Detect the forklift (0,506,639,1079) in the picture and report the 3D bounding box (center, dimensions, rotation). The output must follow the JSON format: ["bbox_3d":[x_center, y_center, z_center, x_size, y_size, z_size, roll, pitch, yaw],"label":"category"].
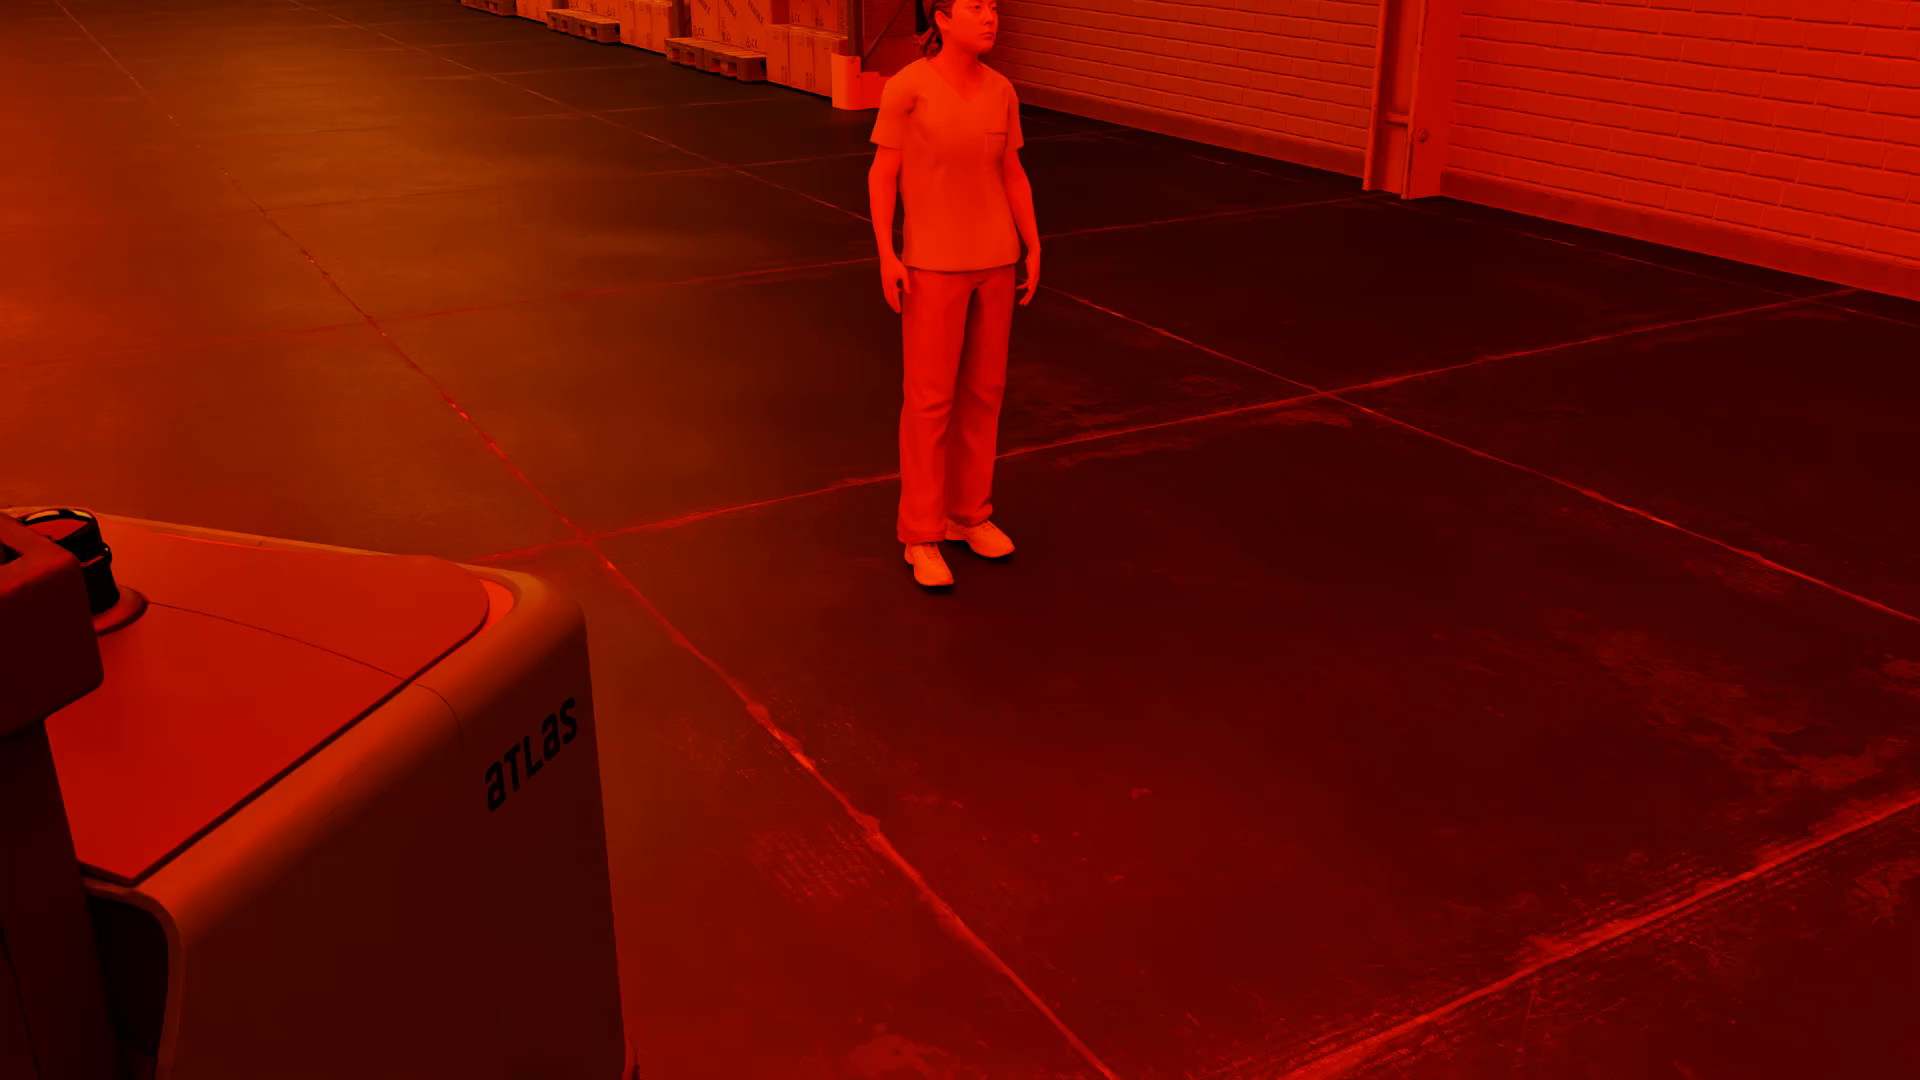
[{"bbox_3d":[-1.412,0.162,0.878,1.130,2.935,3.031,7,23,16],"label":"forklift"}]

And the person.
[{"bbox_3d":[0.027,-0.756,4.749,0.553,1.675,0.549,-12,25,-28],"label":"person"}]
